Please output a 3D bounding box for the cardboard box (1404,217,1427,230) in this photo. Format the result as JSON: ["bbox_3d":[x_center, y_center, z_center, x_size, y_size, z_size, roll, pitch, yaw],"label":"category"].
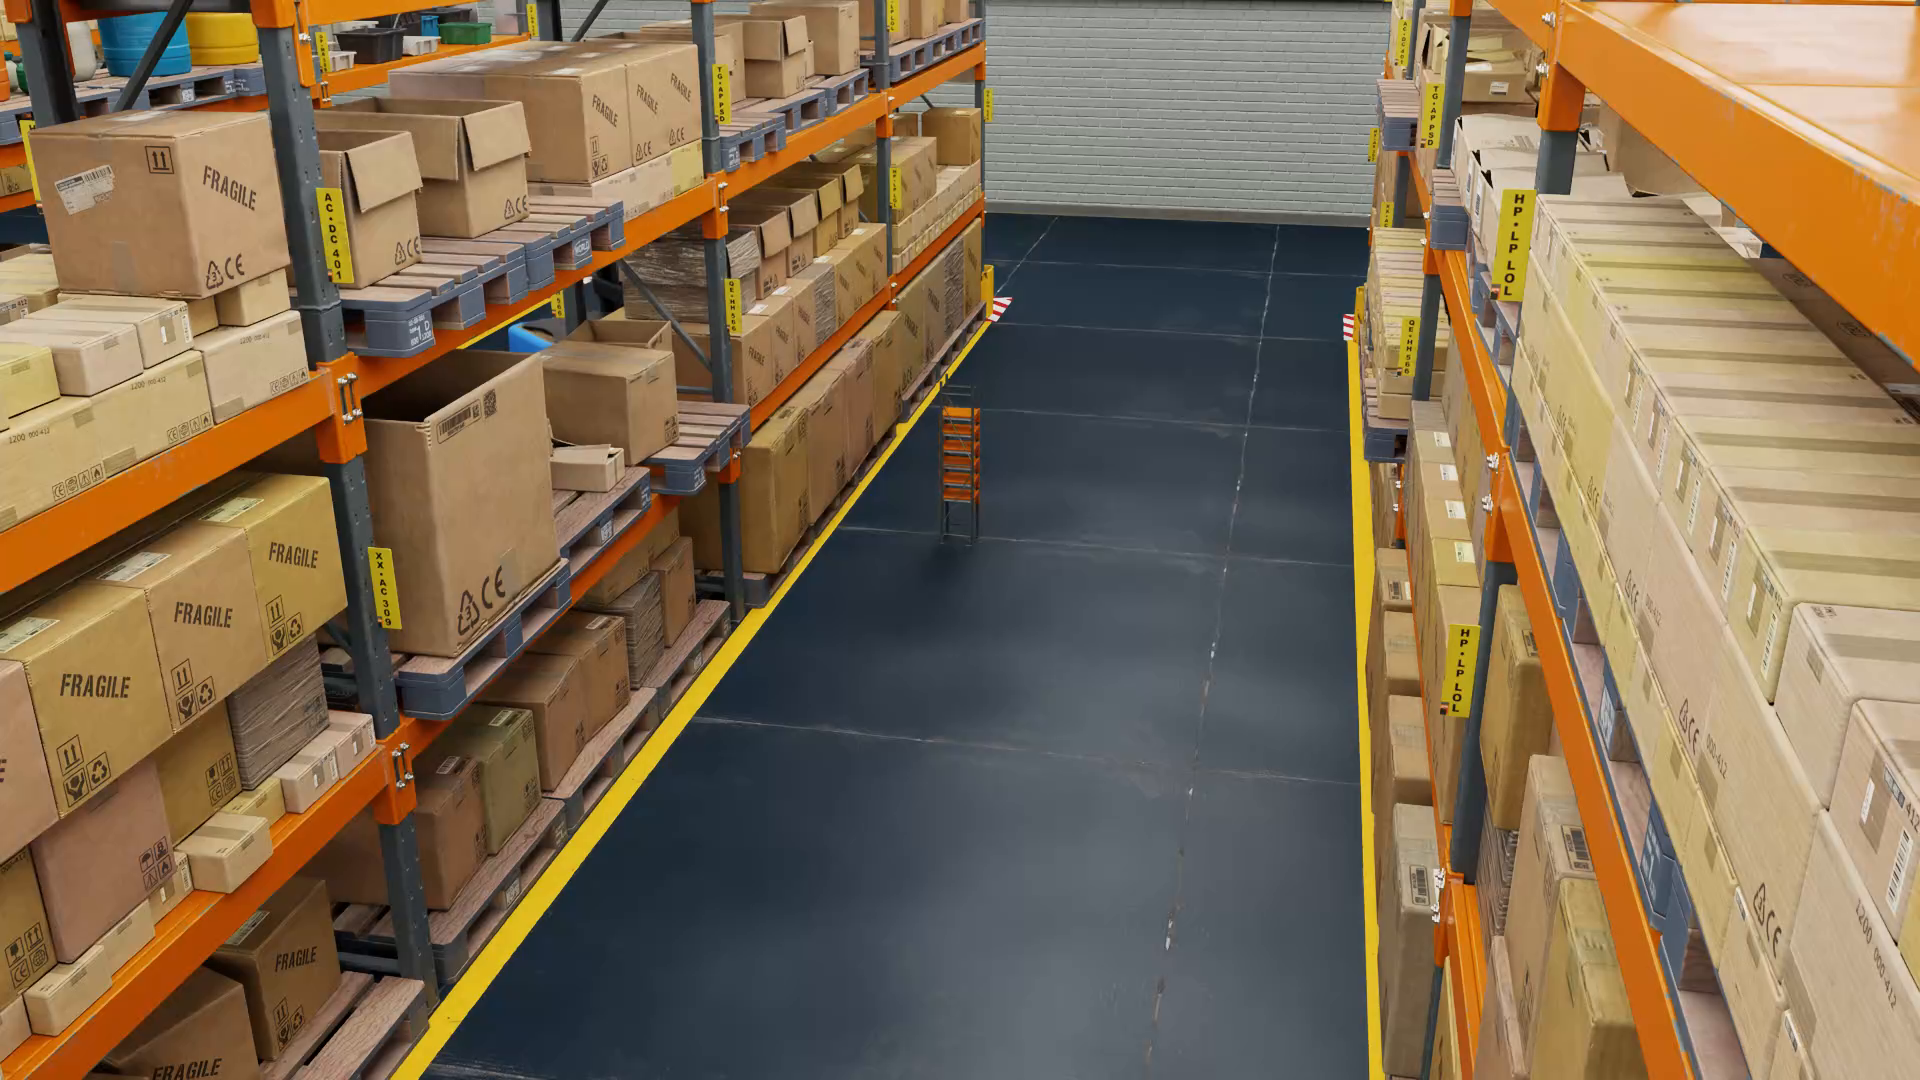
[{"bbox_3d":[3.599,-2.349,13.139,0.500,0.500,0.500,4,22,11],"label":"cardboard box"}]

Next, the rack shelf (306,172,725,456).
[{"bbox_3d":[-2.283,-1.245,7.876,1.077,0.370,4.000,4,22,11],"label":"rack shelf"}]

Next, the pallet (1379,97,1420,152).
[{"bbox_3d":[3.338,-2.673,10.712,1.213,0.211,1.003,4,22,11],"label":"pallet"}]

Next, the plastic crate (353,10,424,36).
[{"bbox_3d":[-5.672,-5.047,16.437,0.504,0.338,0.767,4,22,11],"label":"plastic crate"}]

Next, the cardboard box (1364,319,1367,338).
[{"bbox_3d":[4.002,-1.990,15.635,0.380,0.149,0.250,5,23,13],"label":"cardboard box"}]

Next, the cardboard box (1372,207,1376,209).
[{"bbox_3d":[4.206,-3.219,16.167,0.380,0.149,0.250,4,22,10],"label":"cardboard box"}]

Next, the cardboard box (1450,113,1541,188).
[{"bbox_3d":[2.597,-1.847,7.831,0.500,0.311,0.500,4,22,11],"label":"cardboard box"}]

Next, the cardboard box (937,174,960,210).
[{"bbox_3d":[-0.289,-3.343,15.943,0.500,0.250,0.500,4,22,9],"label":"cardboard box"}]

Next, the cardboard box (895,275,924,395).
[{"bbox_3d":[-0.845,-1.826,14.654,0.875,0.875,0.875,4,22,11],"label":"cardboard box"}]

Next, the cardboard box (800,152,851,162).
[{"bbox_3d":[-1.226,-2.986,14.051,0.500,0.500,0.500,5,22,12],"label":"cardboard box"}]

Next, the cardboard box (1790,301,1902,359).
[{"bbox_3d":[2.192,-0.357,3.816,0.500,0.250,0.500,4,22,11],"label":"cardboard box"}]

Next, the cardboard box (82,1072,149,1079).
[{"bbox_3d":[-2.971,2.096,5.419,0.500,0.500,0.500,2,22,6],"label":"cardboard box"}]

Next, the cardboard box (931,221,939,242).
[{"bbox_3d":[-0.408,-2.822,15.181,0.380,0.149,0.250,5,22,12],"label":"cardboard box"}]

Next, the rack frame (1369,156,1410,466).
[{"bbox_3d":[3.777,-1.966,12.720,1.000,3.000,0.127,4,22,11],"label":"rack frame"}]

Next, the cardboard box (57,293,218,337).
[{"bbox_3d":[-2.618,-0.731,5.304,0.380,0.149,0.250,5,22,12],"label":"cardboard box"}]

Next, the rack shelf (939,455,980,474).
[{"bbox_3d":[-0.003,-0.510,11.633,0.258,0.103,0.180,4,22,11],"label":"rack shelf"}]

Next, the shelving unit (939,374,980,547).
[{"bbox_3d":[-0.003,-0.551,11.616,0.258,1.200,0.189,4,22,11],"label":"shelving unit"}]

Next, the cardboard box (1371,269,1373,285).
[{"bbox_3d":[3.143,-1.884,11.892,0.380,0.149,0.250,5,22,12],"label":"cardboard box"}]

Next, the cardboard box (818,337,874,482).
[{"bbox_3d":[-1.351,-1.028,12.673,1.225,0.875,0.875,4,22,9],"label":"cardboard box"}]

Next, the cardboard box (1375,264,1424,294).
[{"bbox_3d":[2.983,-1.738,11.133,0.380,0.149,0.250,5,23,13],"label":"cardboard box"}]

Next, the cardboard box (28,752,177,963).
[{"bbox_3d":[-2.983,0.891,5.095,0.875,0.500,0.500,4,22,11],"label":"cardboard box"}]

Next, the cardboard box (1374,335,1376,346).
[{"bbox_3d":[2.878,-1.266,10.755,0.380,0.149,0.250,5,23,13],"label":"cardboard box"}]

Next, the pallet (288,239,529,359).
[{"bbox_3d":[-2.461,-0.977,6.501,1.213,0.211,1.003,4,22,11],"label":"pallet"}]

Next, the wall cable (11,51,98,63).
[{"bbox_3d":[-13.286,-8.361,24.724,3.097,2.526,0.112,4,22,11],"label":"wall cable"}]

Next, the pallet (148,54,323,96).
[{"bbox_3d":[-5.971,-3.768,13.433,1.213,0.211,1.003,4,22,11],"label":"pallet"}]

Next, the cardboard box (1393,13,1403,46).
[{"bbox_3d":[3.927,-4.282,13.987,0.500,0.250,0.500,4,22,9],"label":"cardboard box"}]

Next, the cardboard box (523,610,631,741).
[{"bbox_3d":[-2.201,0.695,8.869,0.700,0.500,0.500,6,23,15],"label":"cardboard box"}]

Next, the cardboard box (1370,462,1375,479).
[{"bbox_3d":[3.366,-0.751,12.488,0.500,0.500,0.500,5,23,13],"label":"cardboard box"}]

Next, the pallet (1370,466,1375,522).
[{"bbox_3d":[3.619,-0.388,12.534,1.003,0.211,1.213,4,22,11],"label":"pallet"}]

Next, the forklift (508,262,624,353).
[{"bbox_3d":[-2.134,-2.273,13.574,3.031,2.935,1.130,-16,27,-34],"label":"forklift"}]

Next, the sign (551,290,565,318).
[{"bbox_3d":[-2.419,-1.497,10.004,0.100,0.325,0.005,4,22,11],"label":"sign"}]

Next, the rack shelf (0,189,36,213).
[{"bbox_3d":[-10.347,-3.536,17.580,1.077,0.370,4.000,4,22,11],"label":"rack shelf"}]

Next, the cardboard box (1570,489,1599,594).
[{"bbox_3d":[1.479,0.017,3.422,0.380,0.149,0.250,4,22,11],"label":"cardboard box"}]

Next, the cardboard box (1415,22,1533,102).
[{"bbox_3d":[3.333,-3.045,10.684,0.797,0.503,0.637,4,22,10],"label":"cardboard box"}]

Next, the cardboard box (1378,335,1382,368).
[{"bbox_3d":[2.719,-1.129,10.018,0.380,0.149,0.250,5,22,12],"label":"cardboard box"}]

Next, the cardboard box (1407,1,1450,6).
[{"bbox_3d":[3.778,-4.222,13.304,0.380,0.149,0.250,4,22,9],"label":"cardboard box"}]

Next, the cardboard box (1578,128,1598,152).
[{"bbox_3d":[3.041,-1.689,7.441,0.500,0.311,0.500,4,22,11],"label":"cardboard box"}]

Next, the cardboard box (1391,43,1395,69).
[{"bbox_3d":[4.047,-4.225,14.513,0.500,0.250,0.500,4,22,9],"label":"cardboard box"}]

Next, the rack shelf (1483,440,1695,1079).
[{"bbox_3d":[1.736,0.633,3.214,1.077,0.370,4.000,4,22,11],"label":"rack shelf"}]

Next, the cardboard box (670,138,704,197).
[{"bbox_3d":[-1.732,-2.048,9.108,0.500,0.250,0.500,5,22,11],"label":"cardboard box"}]

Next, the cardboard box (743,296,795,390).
[{"bbox_3d":[-1.406,-1.311,10.959,0.500,0.500,0.500,4,22,9],"label":"cardboard box"}]

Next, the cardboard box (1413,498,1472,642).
[{"bbox_3d":[2.296,0.147,7.341,0.500,0.500,0.500,4,22,10],"label":"cardboard box"}]

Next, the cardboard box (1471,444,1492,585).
[{"bbox_3d":[2.446,-0.106,6.629,0.700,0.500,0.500,5,22,11],"label":"cardboard box"}]

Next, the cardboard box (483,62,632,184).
[{"bbox_3d":[-1.937,-2.026,8.051,0.500,0.500,0.500,5,22,12],"label":"cardboard box"}]

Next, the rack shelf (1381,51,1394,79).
[{"bbox_3d":[4.185,-3.755,14.111,1.077,0.370,4.000,4,22,11],"label":"rack shelf"}]

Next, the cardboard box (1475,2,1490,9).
[{"bbox_3d":[4.287,-4.174,13.184,0.380,0.149,0.250,4,22,9],"label":"cardboard box"}]

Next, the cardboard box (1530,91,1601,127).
[{"bbox_3d":[3.337,-2.130,8.977,0.500,0.500,0.500,4,22,11],"label":"cardboard box"}]

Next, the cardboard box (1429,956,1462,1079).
[{"bbox_3d":[1.947,1.975,5.216,0.875,0.875,0.875,5,22,12],"label":"cardboard box"}]

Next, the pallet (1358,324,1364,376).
[{"bbox_3d":[4.377,-1.813,16.074,1.003,0.211,1.213,4,22,11],"label":"pallet"}]

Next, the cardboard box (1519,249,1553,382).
[{"bbox_3d":[1.770,-0.584,4.380,0.500,0.250,0.500,5,22,11],"label":"cardboard box"}]

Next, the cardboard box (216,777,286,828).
[{"bbox_3d":[-2.617,0.940,5.841,0.380,0.149,0.250,4,22,11],"label":"cardboard box"}]

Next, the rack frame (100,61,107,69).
[{"bbox_3d":[-9.939,-4.601,19.262,1.000,3.000,0.127,4,22,11],"label":"rack frame"}]

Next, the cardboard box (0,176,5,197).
[{"bbox_3d":[-10.179,-3.720,16.941,0.500,0.500,0.500,4,22,11],"label":"cardboard box"}]

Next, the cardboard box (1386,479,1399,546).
[{"bbox_3d":[2.843,-0.157,10.007,0.500,0.250,0.500,4,22,10],"label":"cardboard box"}]

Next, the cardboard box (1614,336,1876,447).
[{"bbox_3d":[1.427,-0.263,3.048,0.380,0.149,0.250,4,22,11],"label":"cardboard box"}]

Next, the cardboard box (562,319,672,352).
[{"bbox_3d":[-1.946,-0.959,9.524,0.500,0.500,0.500,2,22,4],"label":"cardboard box"}]

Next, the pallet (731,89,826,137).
[{"bbox_3d":[-1.570,-2.871,11.204,1.003,0.211,1.213,6,23,13],"label":"pallet"}]

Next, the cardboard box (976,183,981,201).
[{"bbox_3d":[0.007,-3.572,17.044,0.380,0.149,0.250,5,22,12],"label":"cardboard box"}]
